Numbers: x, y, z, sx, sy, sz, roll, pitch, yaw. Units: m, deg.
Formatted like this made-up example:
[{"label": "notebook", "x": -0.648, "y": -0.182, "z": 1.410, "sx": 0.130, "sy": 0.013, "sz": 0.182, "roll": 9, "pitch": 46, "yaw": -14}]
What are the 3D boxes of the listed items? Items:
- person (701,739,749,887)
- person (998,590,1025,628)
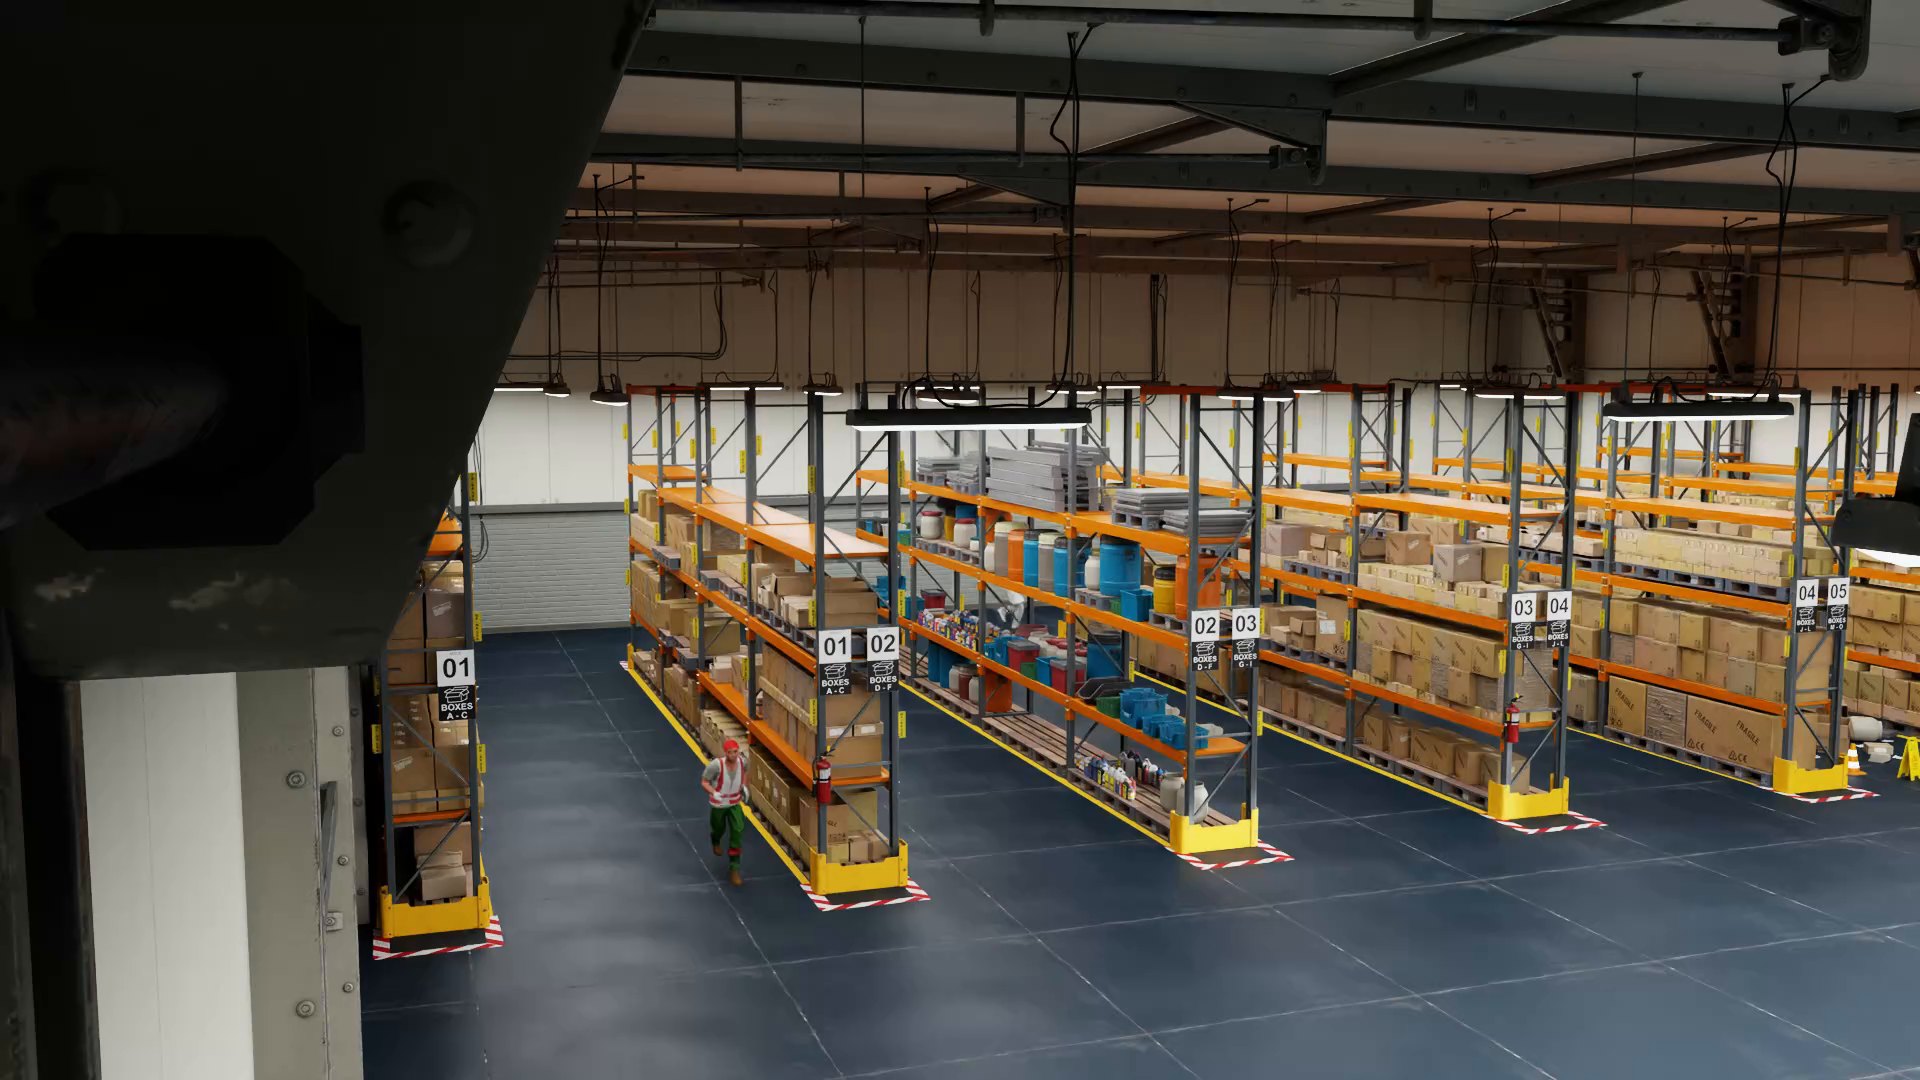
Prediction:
[{"label": "person", "x": -2.928, "y": 3.316, "z": 20.770, "sx": 0.658, "sy": 1.773, "sz": 1.135, "roll": -2, "pitch": 6, "yaw": -21}, {"label": "person", "x": 1.262, "y": 1.302, "z": 40.470, "sx": 0.719, "sy": 1.743, "sz": 0.712, "roll": 1, "pitch": 6, "yaw": 7}]
